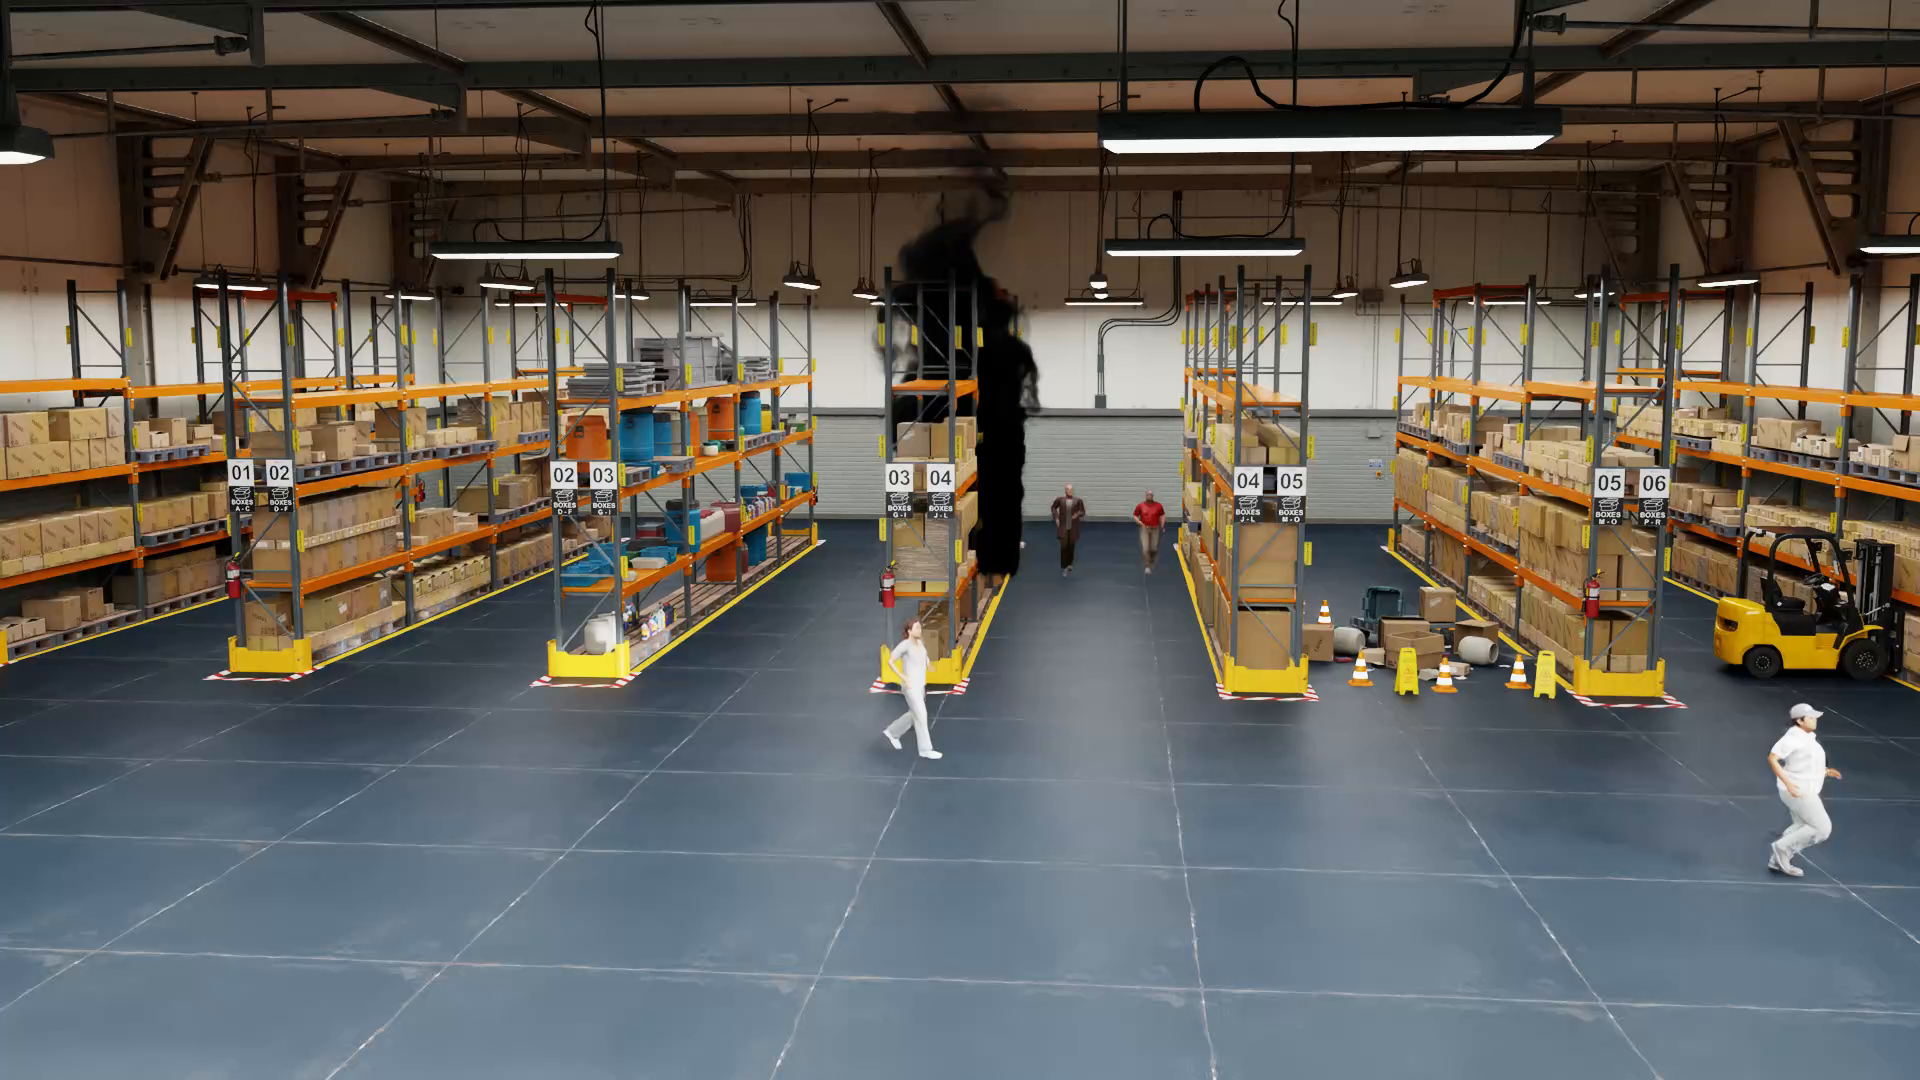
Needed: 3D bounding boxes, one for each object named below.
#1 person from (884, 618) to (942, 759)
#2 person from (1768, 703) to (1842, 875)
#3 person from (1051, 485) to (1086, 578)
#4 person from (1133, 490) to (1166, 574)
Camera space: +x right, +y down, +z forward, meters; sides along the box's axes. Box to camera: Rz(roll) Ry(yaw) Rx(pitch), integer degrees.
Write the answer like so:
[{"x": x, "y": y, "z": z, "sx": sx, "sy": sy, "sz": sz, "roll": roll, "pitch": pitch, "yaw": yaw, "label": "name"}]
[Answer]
[{"x": -0.572, "y": 1.751, "z": 19.903, "sx": 0.845, "sy": 1.659, "sz": 0.581, "roll": 4, "pitch": 8, "yaw": 30, "label": "person"}, {"x": 7.837, "y": 2.327, "z": 15.413, "sx": 0.574, "sy": 1.626, "sz": 0.593, "roll": 6, "pitch": 9, "yaw": 38, "label": "person"}, {"x": 2.196, "y": -0.143, "z": 33.697, "sx": 0.692, "sy": 1.796, "sz": 0.747, "roll": 0, "pitch": 7, "yaw": 0, "label": "person"}, {"x": 3.812, "y": -0.160, "z": 33.426, "sx": 0.665, "sy": 1.672, "sz": 0.514, "roll": 0, "pitch": 7, "yaw": 1, "label": "person"}]
